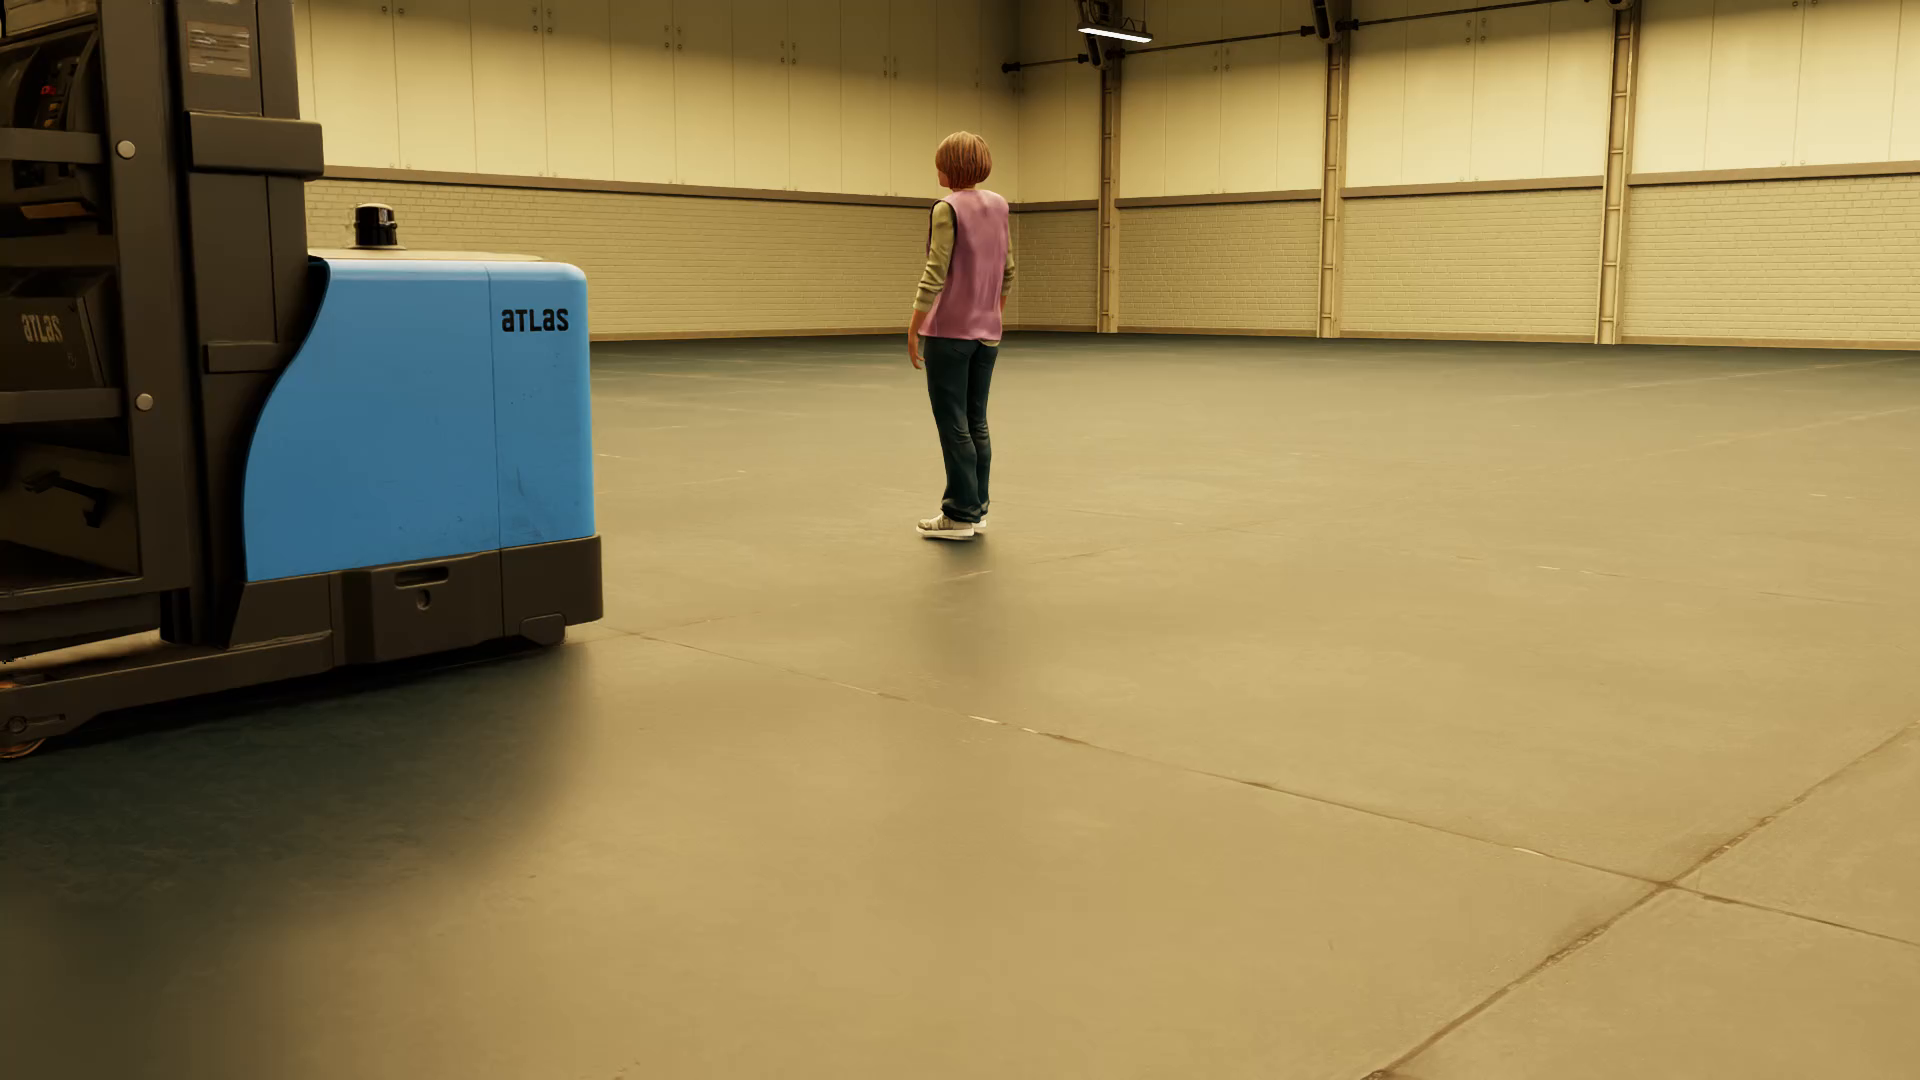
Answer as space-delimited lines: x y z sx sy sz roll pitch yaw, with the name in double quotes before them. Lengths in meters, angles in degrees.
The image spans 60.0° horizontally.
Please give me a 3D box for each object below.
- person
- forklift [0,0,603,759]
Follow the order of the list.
"person" -0.044 -0.806 6.658 0.473 1.599 0.521 8 12 43
"forklift" -2.377 -1.041 3.784 1.130 2.935 3.031 8 11 41
